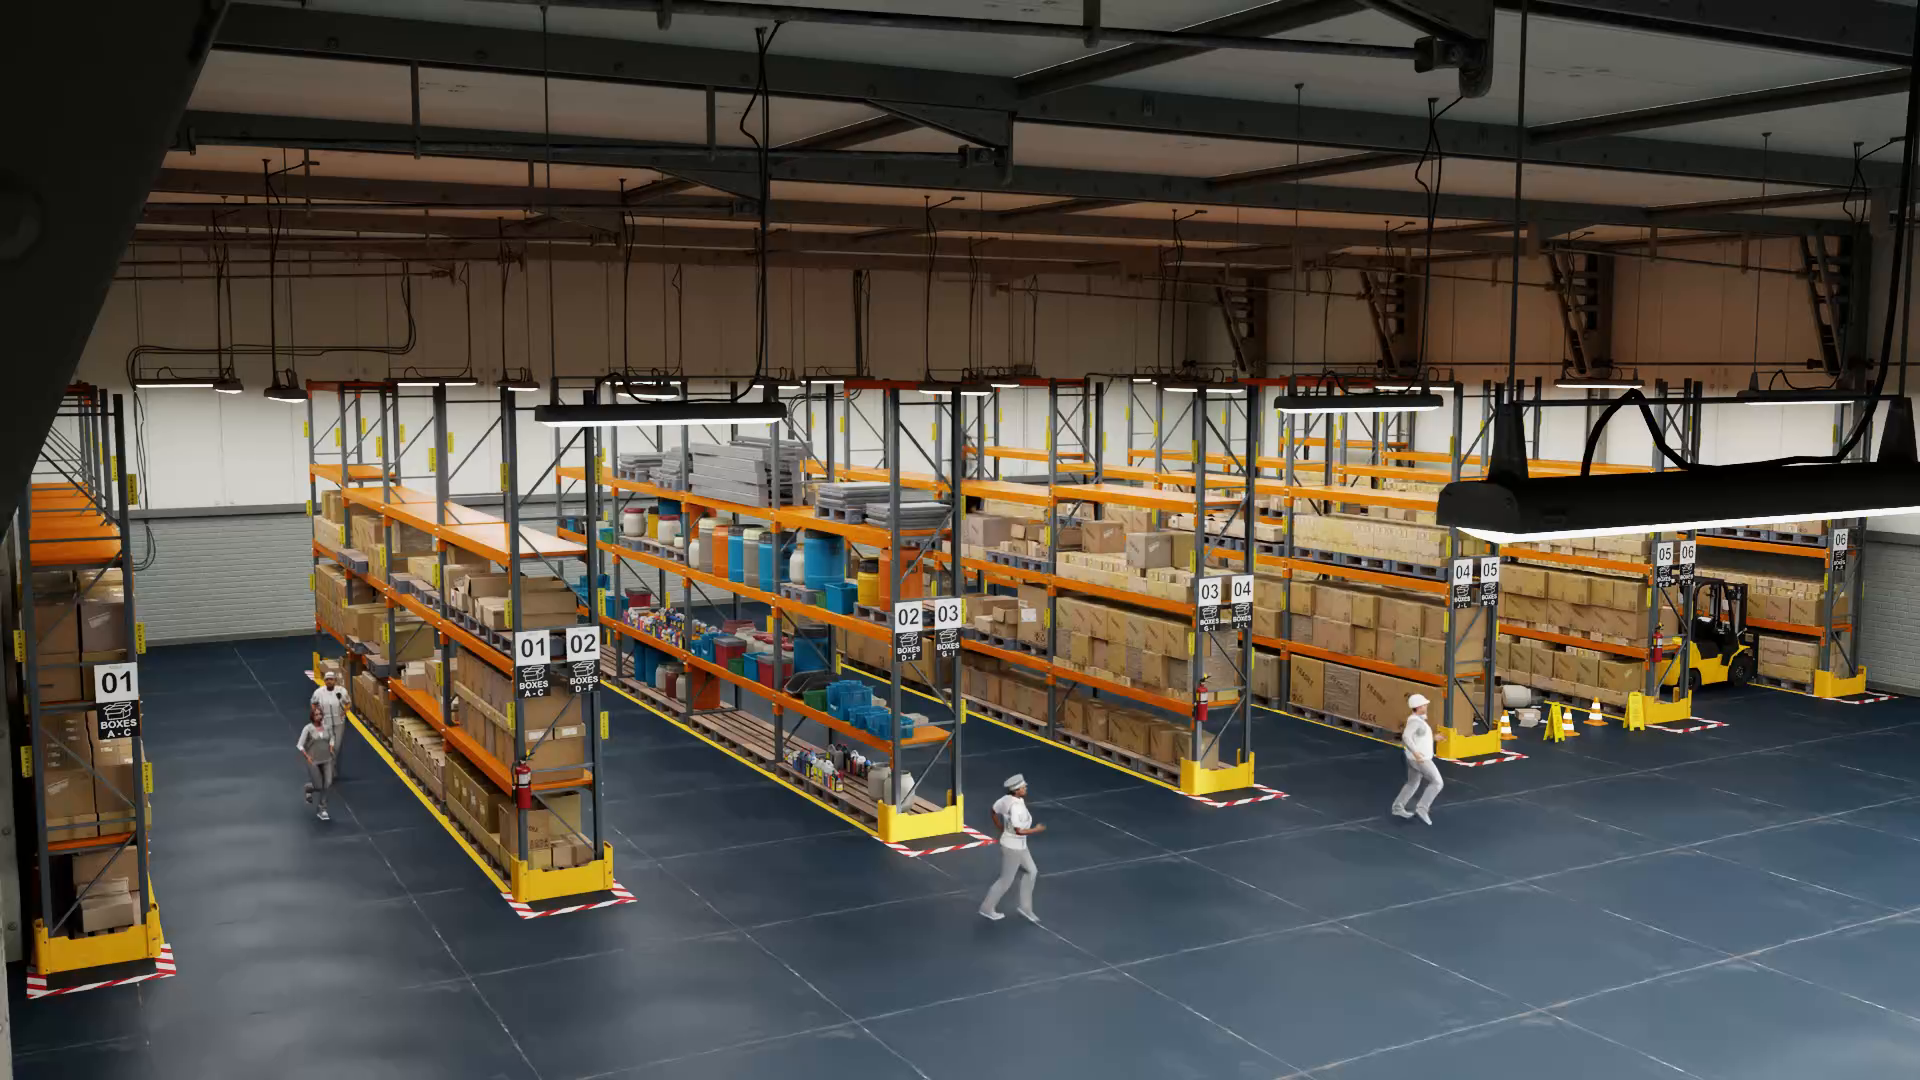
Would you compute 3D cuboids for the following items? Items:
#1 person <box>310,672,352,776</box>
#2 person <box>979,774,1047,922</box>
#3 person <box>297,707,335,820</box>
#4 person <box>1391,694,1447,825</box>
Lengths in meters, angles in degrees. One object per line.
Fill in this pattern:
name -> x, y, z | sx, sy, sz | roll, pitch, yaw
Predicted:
person -> -9.581, 2.819, 25.398 | 0.588, 1.634, 0.567 | -3, 7, -26
person -> 0.594, 3.504, 18.763 | 0.766, 1.758, 0.567 | 0, 6, -1
person -> -8.972, 3.097, 23.232 | 0.536, 1.564, 0.618 | -6, 8, -43
person -> 6.342, 3.020, 22.926 | 0.728, 1.801, 0.629 | 0, 6, 4
